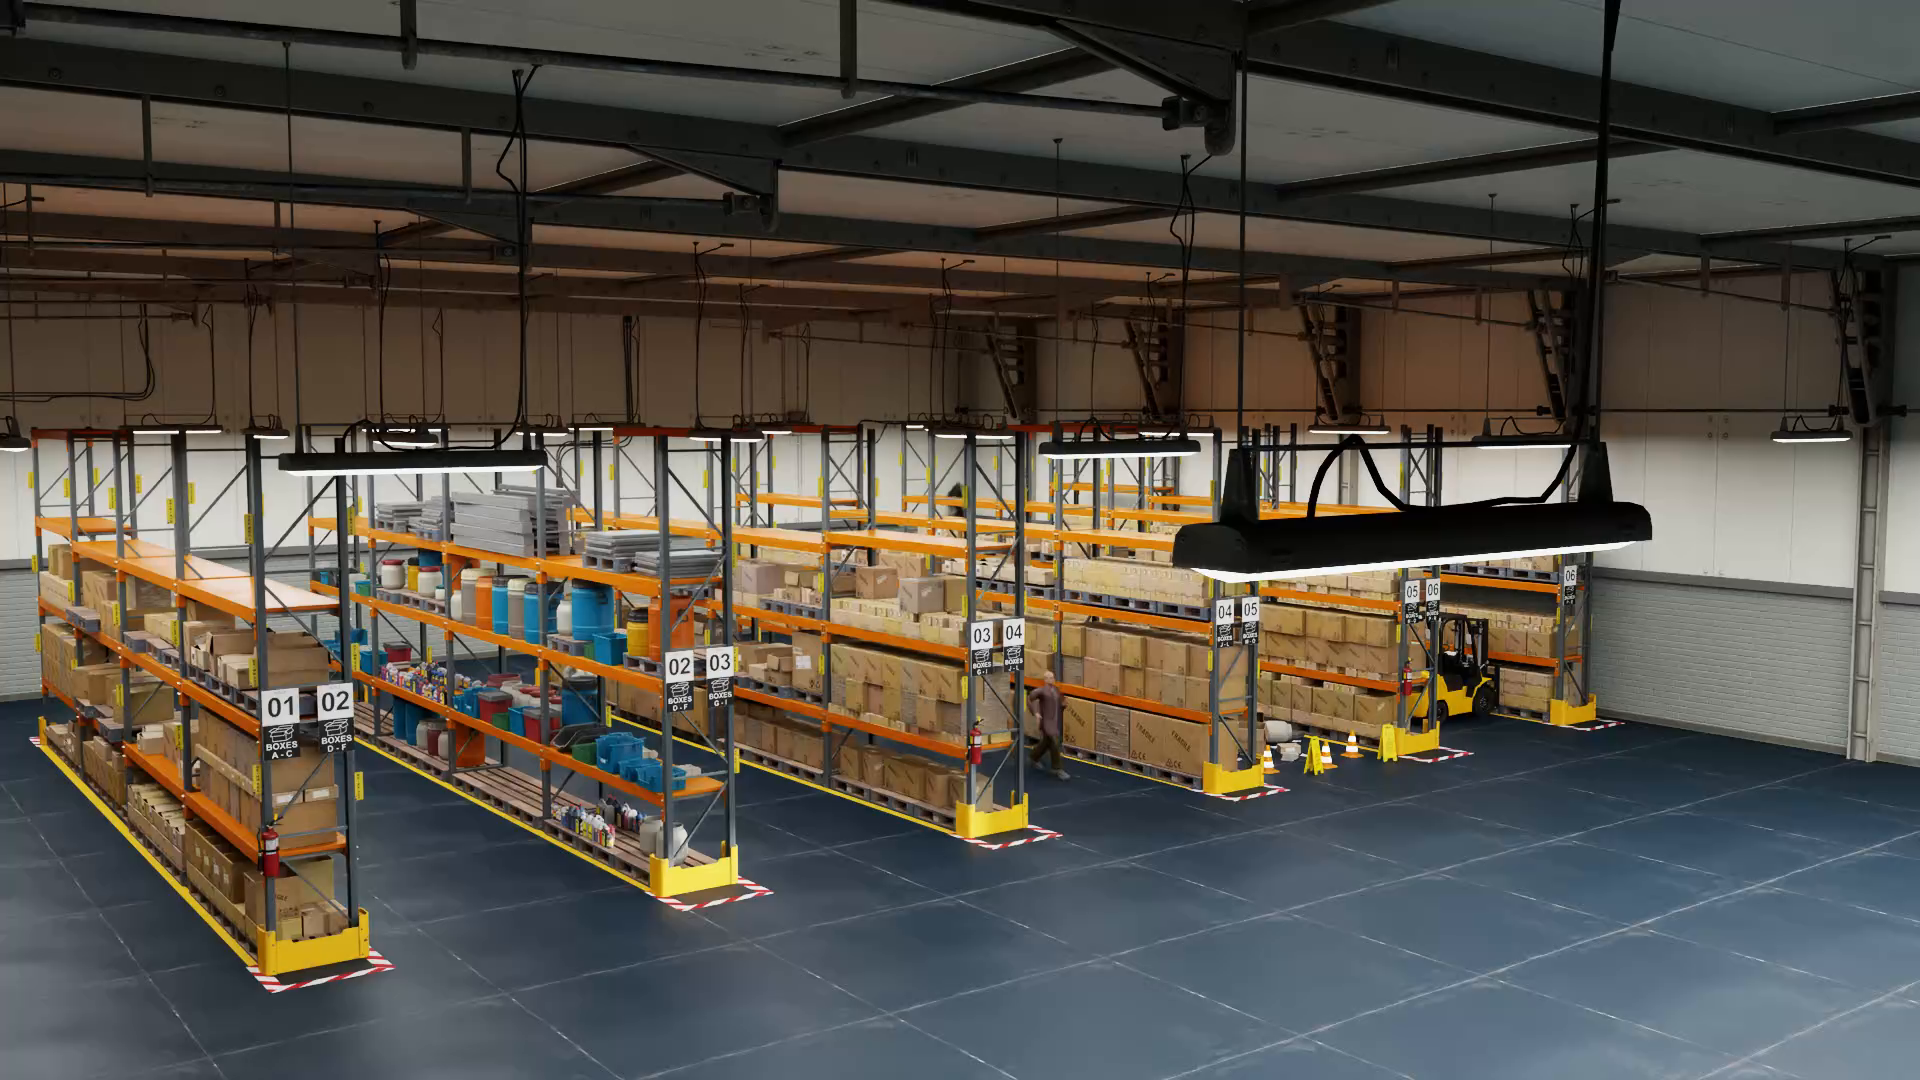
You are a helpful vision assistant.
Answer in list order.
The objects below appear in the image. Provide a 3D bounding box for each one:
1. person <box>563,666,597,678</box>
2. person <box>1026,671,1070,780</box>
[{"bbox_3d":[-7.387,2.933,32.565,0.694,1.729,0.678,-2,5,-28],"label":"person"},{"bbox_3d":[1.532,3.167,28.719,0.988,1.808,0.687,3,6,36],"label":"person"}]
